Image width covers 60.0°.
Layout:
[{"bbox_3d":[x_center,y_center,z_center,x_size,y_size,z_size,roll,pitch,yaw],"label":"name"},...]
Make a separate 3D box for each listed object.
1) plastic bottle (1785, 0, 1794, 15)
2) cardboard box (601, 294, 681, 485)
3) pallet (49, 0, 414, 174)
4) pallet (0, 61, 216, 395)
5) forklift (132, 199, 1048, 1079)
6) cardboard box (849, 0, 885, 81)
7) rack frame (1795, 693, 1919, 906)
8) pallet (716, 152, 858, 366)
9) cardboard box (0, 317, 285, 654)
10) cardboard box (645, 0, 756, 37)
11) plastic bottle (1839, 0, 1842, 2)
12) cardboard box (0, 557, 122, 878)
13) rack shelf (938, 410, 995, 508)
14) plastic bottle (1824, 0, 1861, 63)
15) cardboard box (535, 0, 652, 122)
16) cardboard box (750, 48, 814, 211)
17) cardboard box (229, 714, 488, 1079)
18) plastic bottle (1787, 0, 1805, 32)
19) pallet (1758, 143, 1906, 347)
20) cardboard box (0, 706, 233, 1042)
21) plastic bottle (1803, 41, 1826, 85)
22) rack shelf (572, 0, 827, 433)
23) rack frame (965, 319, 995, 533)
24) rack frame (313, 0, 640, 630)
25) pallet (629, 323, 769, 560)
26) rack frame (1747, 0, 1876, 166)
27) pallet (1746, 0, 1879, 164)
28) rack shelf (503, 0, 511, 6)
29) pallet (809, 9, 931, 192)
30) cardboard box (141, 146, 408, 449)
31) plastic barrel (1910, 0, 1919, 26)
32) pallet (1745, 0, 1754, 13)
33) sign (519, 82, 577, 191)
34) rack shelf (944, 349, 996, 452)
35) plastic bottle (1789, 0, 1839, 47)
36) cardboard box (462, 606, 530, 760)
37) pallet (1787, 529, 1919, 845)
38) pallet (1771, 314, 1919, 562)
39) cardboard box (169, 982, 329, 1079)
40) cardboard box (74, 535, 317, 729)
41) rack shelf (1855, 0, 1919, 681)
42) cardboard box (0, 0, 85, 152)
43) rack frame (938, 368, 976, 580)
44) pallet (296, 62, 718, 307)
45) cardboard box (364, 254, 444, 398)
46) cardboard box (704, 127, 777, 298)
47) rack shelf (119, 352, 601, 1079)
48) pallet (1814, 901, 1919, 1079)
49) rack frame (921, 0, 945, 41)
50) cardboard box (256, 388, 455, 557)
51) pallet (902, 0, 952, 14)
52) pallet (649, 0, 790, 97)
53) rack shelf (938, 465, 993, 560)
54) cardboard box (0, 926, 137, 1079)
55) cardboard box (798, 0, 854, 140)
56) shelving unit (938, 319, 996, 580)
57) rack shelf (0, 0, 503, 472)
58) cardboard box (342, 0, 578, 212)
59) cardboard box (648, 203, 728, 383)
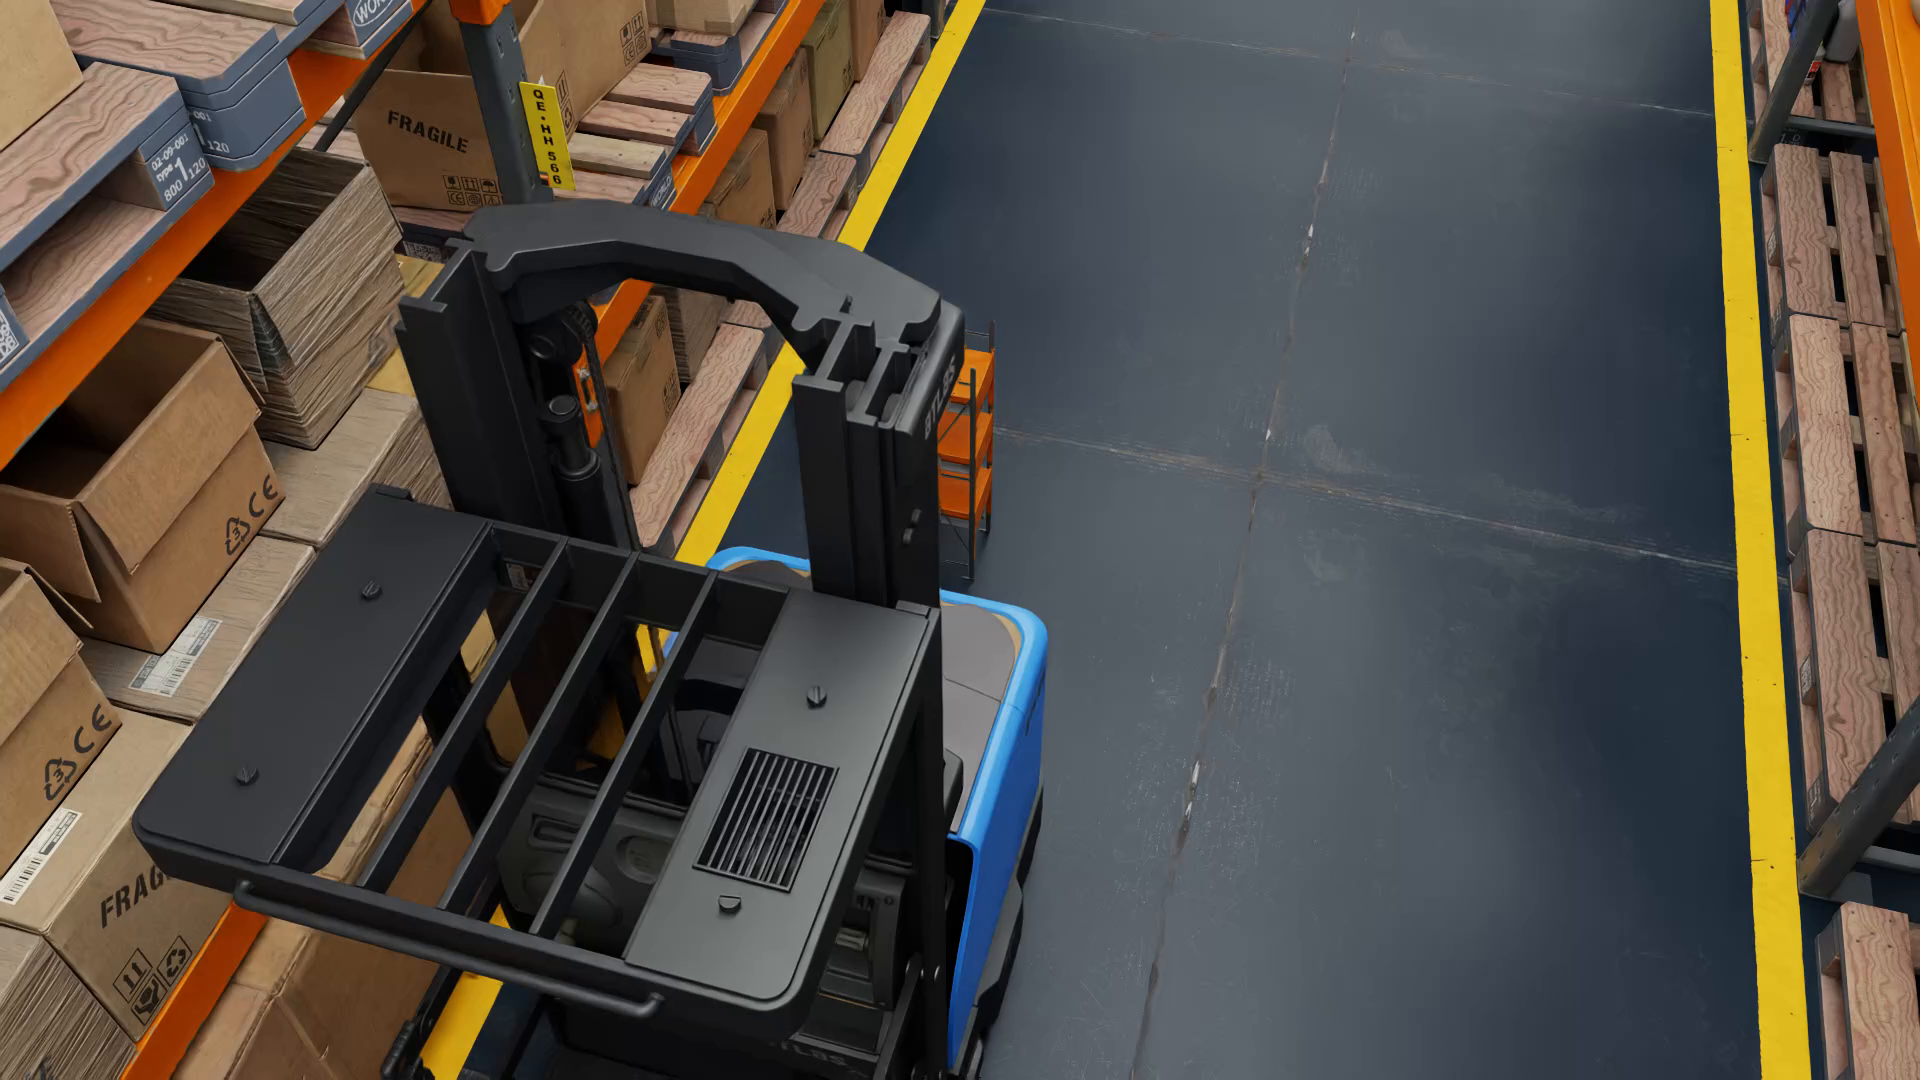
[{"bbox_3d":[4.145,-2.743,8.189,0.061,0.283,0.133,15,50,13],"label":"plastic bottle"},{"bbox_3d":[-1.473,-0.600,6.153,0.700,0.500,0.500,9,49,8],"label":"cardboard box"},{"bbox_3d":[-1.749,-1.247,3.475,1.213,0.211,1.003,14,50,12],"label":"pallet"},{"bbox_3d":[-2.040,-0.438,2.761,1.003,0.211,1.213,14,50,12],"label":"pallet"},{"bbox_3d":[-0.636,0.906,3.496,1.130,2.935,3.031,12,50,11],"label":"forklift"},{"bbox_3d":[-0.760,-2.565,7.887,0.700,0.500,0.500,8,49,7],"label":"cardboard box"},{"bbox_3d":[3.148,0.184,4.087,1.000,3.000,0.127,12,50,10],"label":"rack frame"},{"bbox_3d":[-1.100,-1.315,7.270,1.003,0.211,1.213,12,50,10],"label":"pallet"},{"bbox_3d":[-2.013,-0.162,3.656,0.797,0.503,0.637,13,50,11],"label":"cardboard box"},{"bbox_3d":[-0.967,-2.049,5.878,0.500,0.250,0.500,10,49,9],"label":"cardboard box"},{"bbox_3d":[4.292,-2.604,8.071,0.152,0.276,0.135,12,50,10],"label":"plastic bottle"},{"bbox_3d":[-2.183,0.325,3.227,0.797,0.503,0.637,13,50,11],"label":"cardboard box"},{"bbox_3d":[-0.014,-0.302,5.830,0.215,0.259,0.240,12,50,10],"label":"rack shelf"},{"bbox_3d":[4.231,-2.472,7.905,0.144,0.351,0.185,12,50,10],"label":"plastic bottle"},{"bbox_3d":[-1.476,-1.787,5.480,0.700,0.500,0.500,18,51,16],"label":"cardboard box"},{"bbox_3d":[-1.051,-1.819,7.229,0.700,0.500,0.500,8,49,7],"label":"cardboard box"},{"bbox_3d":[-2.074,0.909,4.584,1.225,0.875,0.875,12,50,10],"label":"cardboard box"},{"bbox_3d":[4.143,-2.640,8.052,0.144,0.351,0.185,9,49,8],"label":"plastic bottle"},{"bbox_3d":[4.031,-1.211,7.178,1.003,0.211,1.213,12,50,10],"label":"pallet"},{"bbox_3d":[-1.926,0.683,3.580,0.500,0.500,0.500,12,50,11],"label":"cardboard box"},{"bbox_3d":[3.996,-2.253,7.810,0.097,0.201,0.097,0,49,0],"label":"plastic bottle"},{"bbox_3d":[-1.104,-2.002,6.496,1.077,0.370,4.000,12,50,10],"label":"rack shelf"},{"bbox_3d":[0.018,-0.397,5.900,0.200,1.050,0.008,12,50,10],"label":"rack frame"},{"bbox_3d":[-1.630,-0.793,4.949,1.000,3.000,0.127,12,50,10],"label":"rack frame"},{"bbox_3d":[-1.423,-0.435,6.493,1.003,0.211,1.213,12,50,10],"label":"pallet"},{"bbox_3d":[4.201,-2.709,6.640,1.000,3.000,0.127,12,50,10],"label":"rack frame"},{"bbox_3d":[4.418,-2.264,8.107,1.003,0.211,1.213,12,50,10],"label":"pallet"},{"bbox_3d":[-1.104,-2.994,5.371,1.077,0.370,4.000,12,50,10],"label":"rack shelf"},{"bbox_3d":[-0.781,-2.200,8.051,1.003,0.211,1.213,12,50,10],"label":"pallet"},{"bbox_3d":[-1.838,-0.633,4.072,0.797,0.503,0.637,13,50,11],"label":"cardboard box"},{"bbox_3d":[3.737,-2.105,6.017,0.433,0.535,0.433,0,49,0],"label":"plastic barrel"},{"bbox_3d":[4.737,-3.149,8.889,1.003,0.211,1.213,12,50,10],"label":"pallet"},{"bbox_3d":[-1.094,-1.069,4.421,0.100,0.325,0.005,12,50,10],"label":"sign"},{"bbox_3d":[-0.014,-0.489,5.617,0.215,0.259,0.240,12,50,10],"label":"rack shelf"},{"bbox_3d":[4.092,-2.501,7.930,0.144,0.351,0.185,10,49,9],"label":"plastic bottle"},{"bbox_3d":[-1.832,0.266,5.152,1.225,0.875,0.875,9,49,8],"label":"cardboard box"},{"bbox_3d":[3.389,0.554,5.620,1.003,0.211,1.213,12,50,10],"label":"pallet"},{"bbox_3d":[3.712,-0.325,6.396,1.003,0.211,1.213,12,50,10],"label":"pallet"},{"bbox_3d":[-2.300,1.551,4.018,1.225,0.875,0.875,10,49,9],"label":"cardboard box"},{"bbox_3d":[-1.792,0.315,3.904,0.500,0.500,0.500,10,49,9],"label":"cardboard box"},{"bbox_3d":[3.674,-1.024,5.633,1.077,0.370,4.000,12,50,10],"label":"rack shelf"},{"bbox_3d":[-1.864,-0.861,2.662,0.500,0.500,0.500,14,50,12],"label":"cardboard box"},{"bbox_3d":[-0.046,-0.220,5.744,0.200,1.050,0.008,12,50,10],"label":"rack frame"},{"bbox_3d":[-1.546,-1.266,5.495,1.213,0.211,1.003,12,50,10],"label":"pallet"},{"bbox_3d":[-1.521,-0.420,4.554,0.500,0.500,0.500,13,50,11],"label":"cardboard box"},{"bbox_3d":[-1.197,-1.415,6.872,0.700,0.500,0.500,15,50,13],"label":"cardboard box"},{"bbox_3d":[-2.157,0.891,3.942,1.077,0.370,4.000,12,50,10],"label":"rack shelf"},{"bbox_3d":[2.981,1.685,4.622,1.003,0.211,1.213,12,50,10],"label":"pallet"},{"bbox_3d":[-0.578,-3.686,7.503,1.000,3.000,0.127,12,50,10],"label":"rack frame"},{"bbox_3d":[-1.658,-0.061,4.236,0.500,0.500,0.500,11,50,10],"label":"cardboard box"},{"bbox_3d":[-0.435,-3.257,8.983,1.003,0.211,1.213,12,50,10],"label":"pallet"},{"bbox_3d":[-1.149,-2.170,6.292,1.003,0.211,1.213,12,50,10],"label":"pallet"},{"bbox_3d":[-0.014,-0.118,6.039,0.215,0.259,0.240,12,50,10],"label":"rack shelf"},{"bbox_3d":[-2.057,1.058,3.249,0.500,0.500,0.500,11,49,9],"label":"cardboard box"},{"bbox_3d":[-0.904,-2.224,7.586,0.700,0.500,0.500,11,50,10],"label":"cardboard box"},{"bbox_3d":[-0.014,-0.309,5.822,0.215,1.050,0.252,12,50,10],"label":"shelving unit"},{"bbox_3d":[-2.157,-0.101,2.818,1.077,0.370,4.000,12,50,10],"label":"rack shelf"},{"bbox_3d":[-1.527,-1.364,5.106,0.500,0.500,0.500,6,49,5],"label":"cardboard box"},{"bbox_3d":[-1.340,-1.004,6.509,0.700,0.500,0.500,8,49,7],"label":"cardboard box"}]
